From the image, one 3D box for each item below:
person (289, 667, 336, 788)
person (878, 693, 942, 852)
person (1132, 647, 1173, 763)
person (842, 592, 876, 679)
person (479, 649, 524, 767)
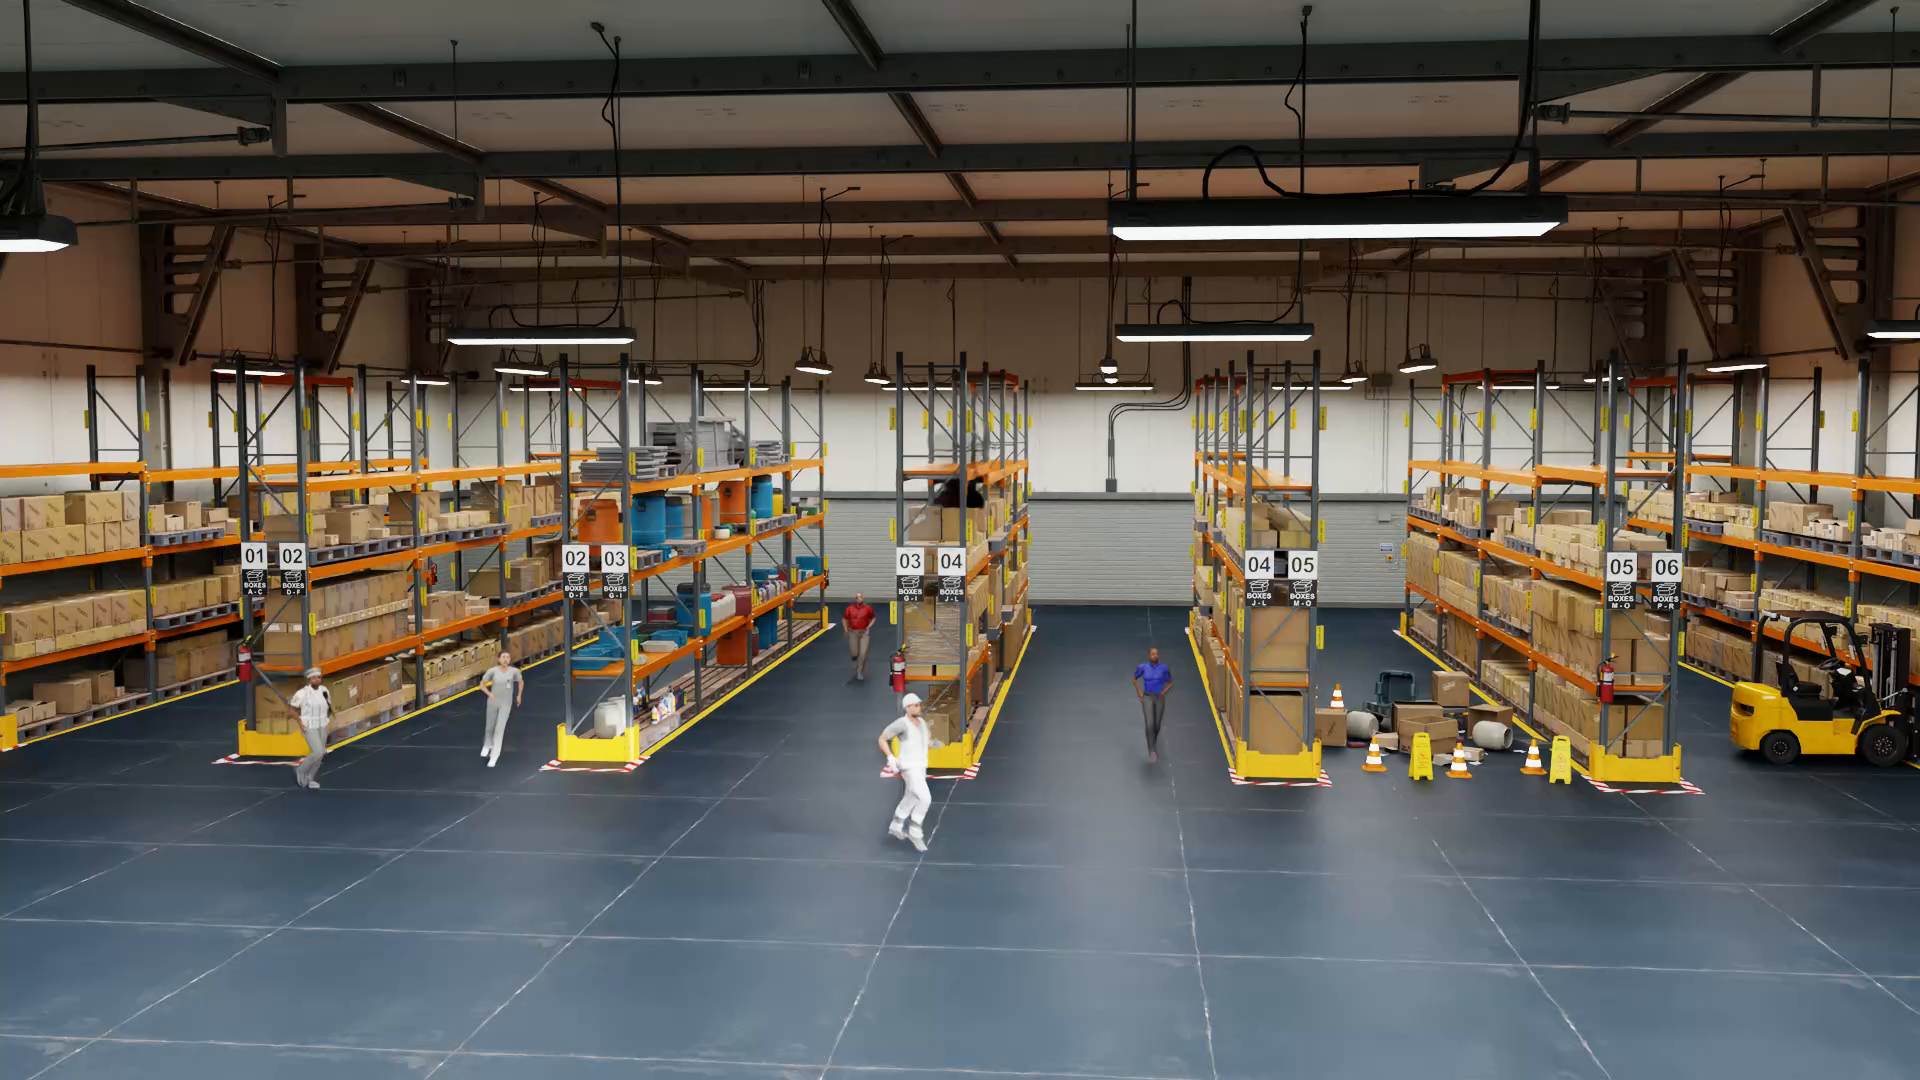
[{"bbox_3d":[-8.759,2.558,22.675,0.558,1.668,0.561,3,5,33],"label":"person"},{"bbox_3d":[-0.550,2.721,19.535,0.761,1.839,0.641,2,5,30],"label":"person"},{"bbox_3d":[2.882,2.419,24.796,0.588,1.674,0.823,0,4,-3],"label":"person"},{"bbox_3d":[-1.970,1.863,32.526,0.665,1.688,0.603,0,4,-5],"label":"person"},{"bbox_3d":[-6.741,2.430,24.412,0.641,1.654,0.943,-1,4,-12],"label":"person"}]
